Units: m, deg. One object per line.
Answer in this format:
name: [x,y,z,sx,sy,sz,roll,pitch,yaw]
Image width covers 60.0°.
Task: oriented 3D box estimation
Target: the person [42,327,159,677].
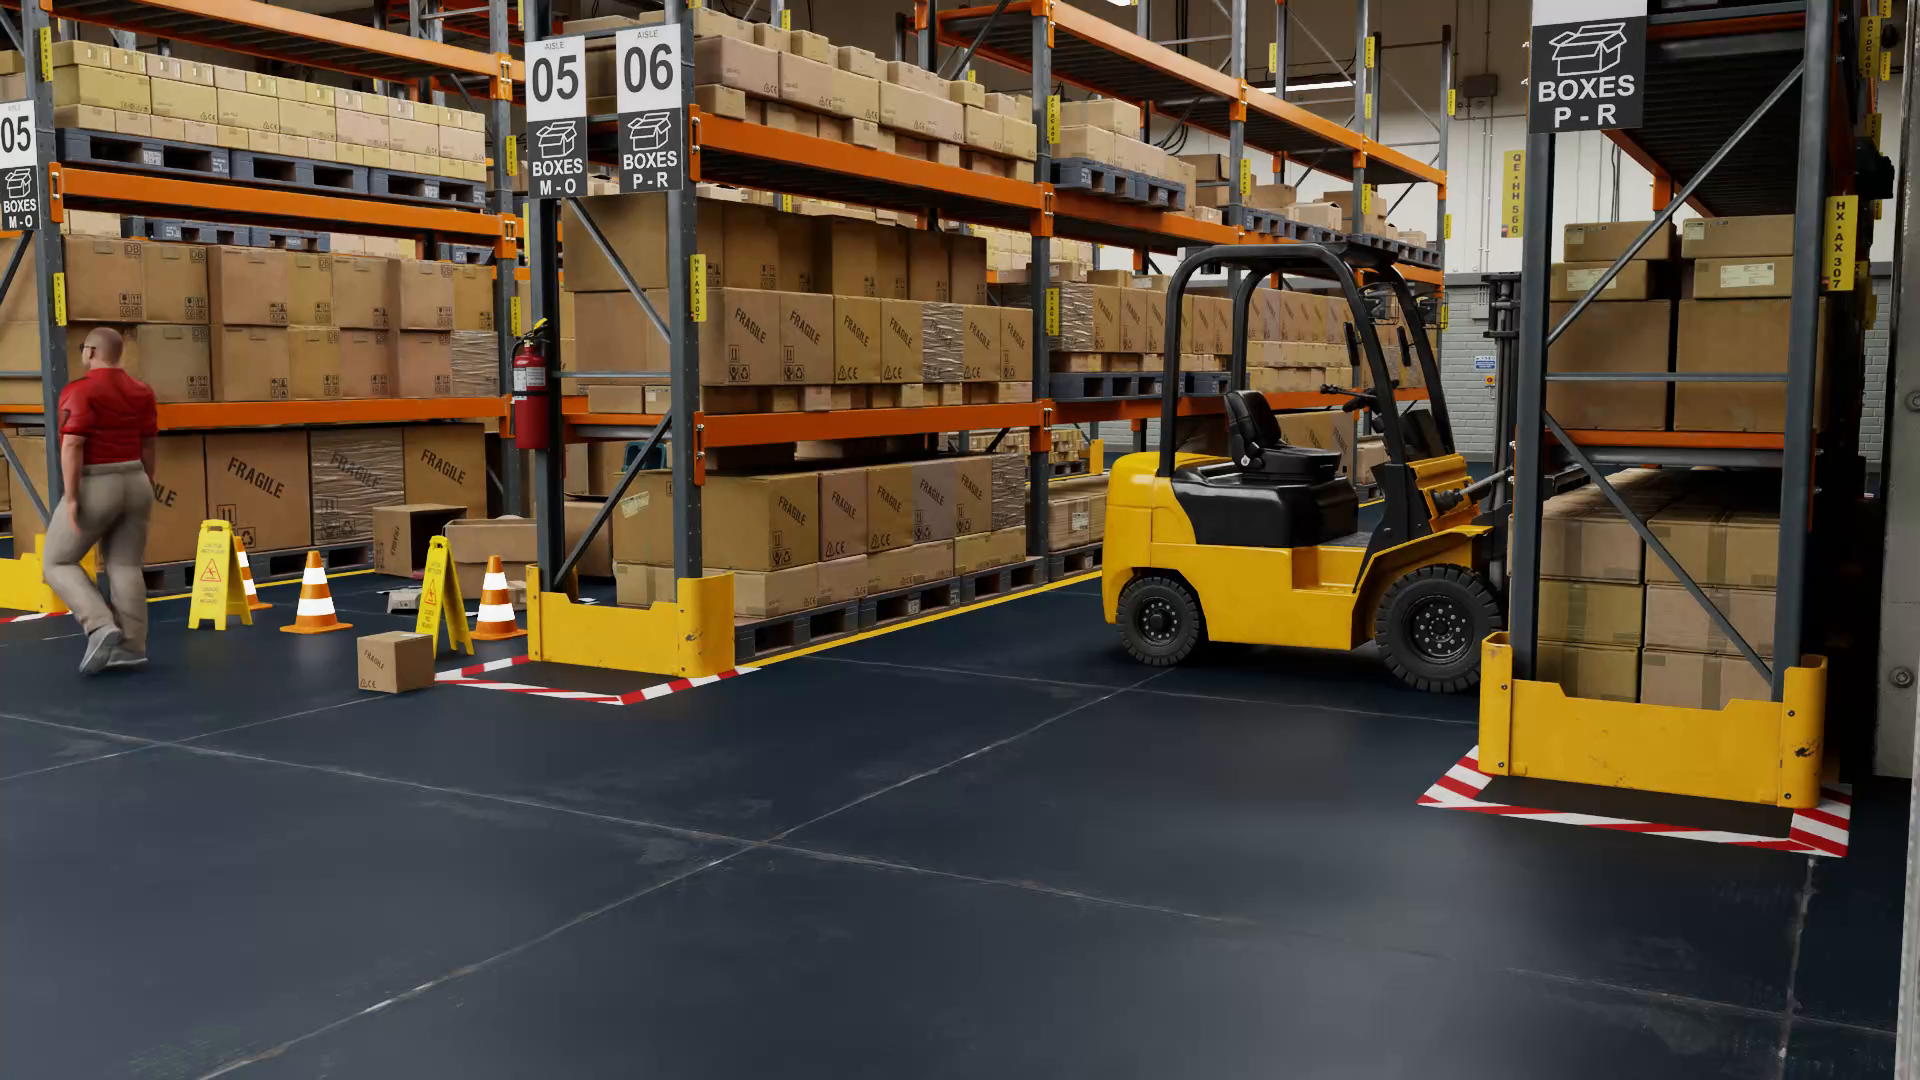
person: [-4.341,-0.194,8.411,0.452,1.753,0.554,3,7,28]
